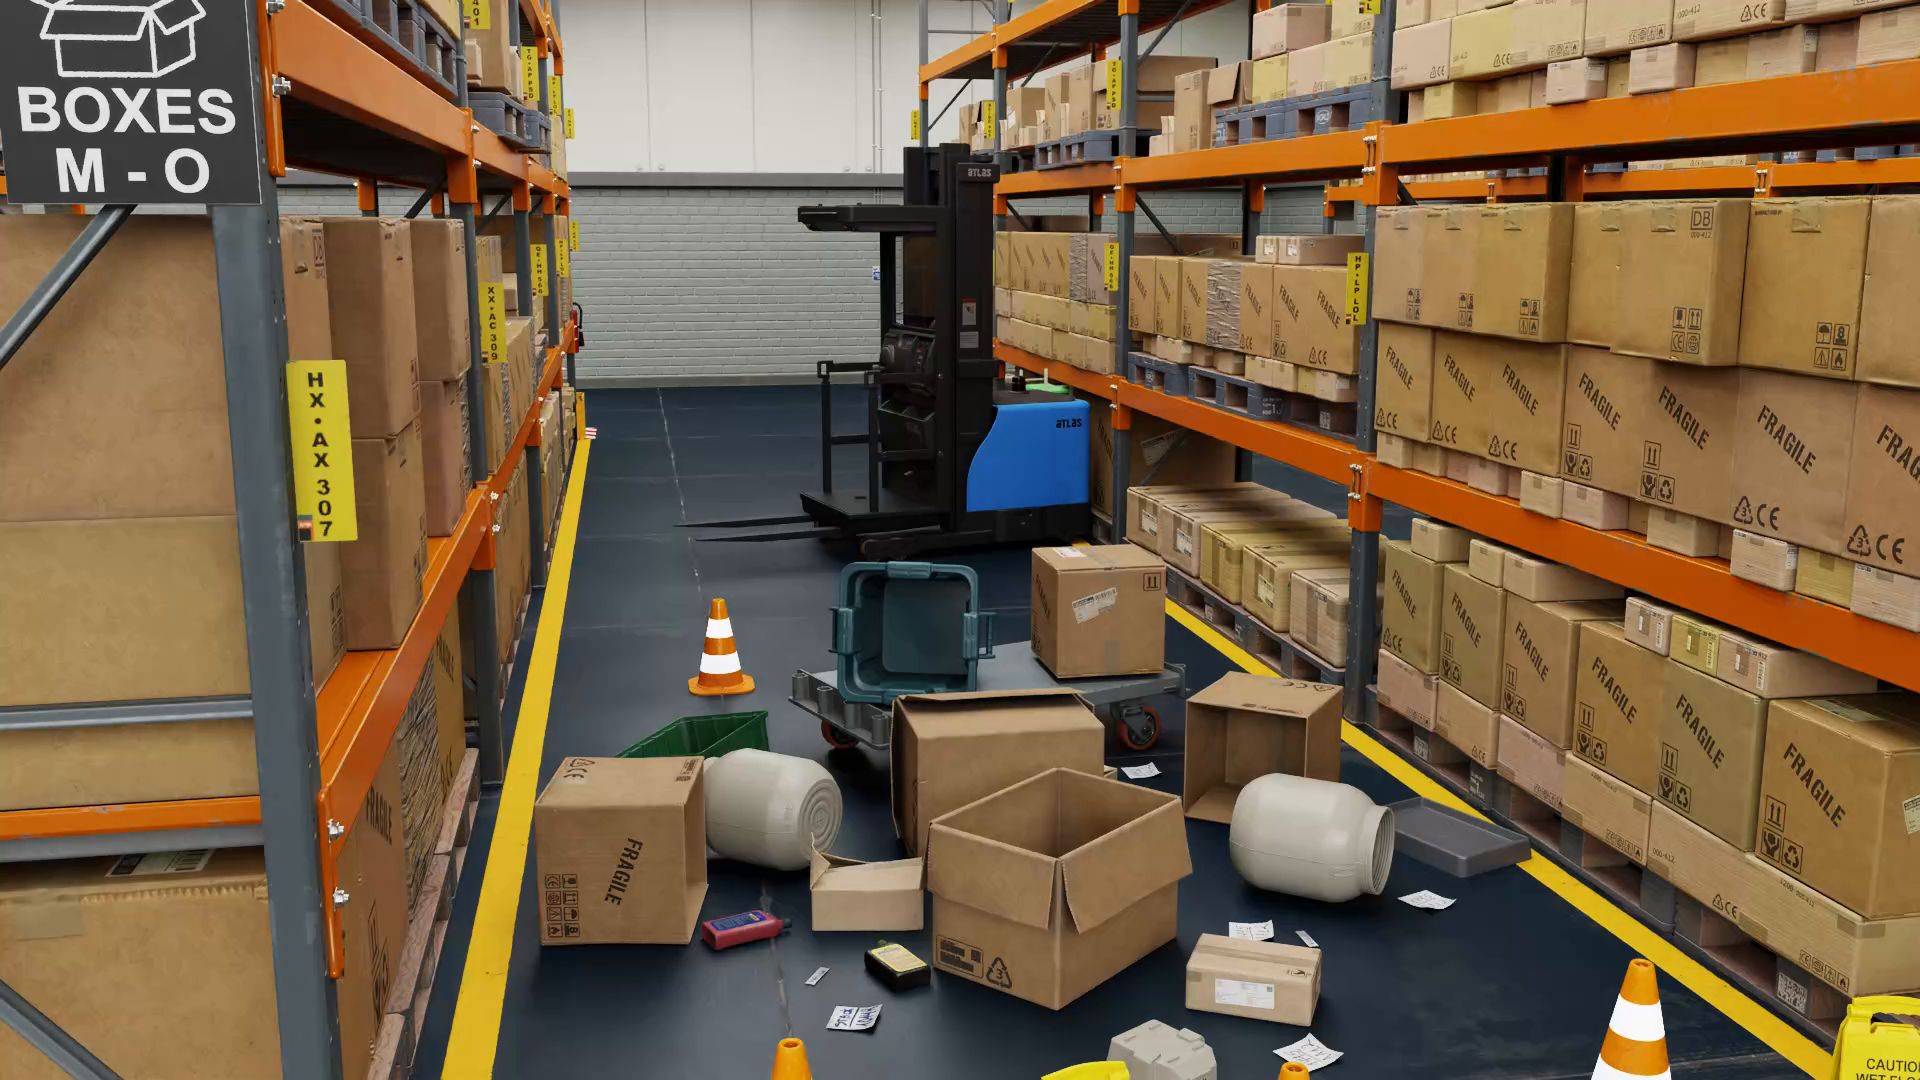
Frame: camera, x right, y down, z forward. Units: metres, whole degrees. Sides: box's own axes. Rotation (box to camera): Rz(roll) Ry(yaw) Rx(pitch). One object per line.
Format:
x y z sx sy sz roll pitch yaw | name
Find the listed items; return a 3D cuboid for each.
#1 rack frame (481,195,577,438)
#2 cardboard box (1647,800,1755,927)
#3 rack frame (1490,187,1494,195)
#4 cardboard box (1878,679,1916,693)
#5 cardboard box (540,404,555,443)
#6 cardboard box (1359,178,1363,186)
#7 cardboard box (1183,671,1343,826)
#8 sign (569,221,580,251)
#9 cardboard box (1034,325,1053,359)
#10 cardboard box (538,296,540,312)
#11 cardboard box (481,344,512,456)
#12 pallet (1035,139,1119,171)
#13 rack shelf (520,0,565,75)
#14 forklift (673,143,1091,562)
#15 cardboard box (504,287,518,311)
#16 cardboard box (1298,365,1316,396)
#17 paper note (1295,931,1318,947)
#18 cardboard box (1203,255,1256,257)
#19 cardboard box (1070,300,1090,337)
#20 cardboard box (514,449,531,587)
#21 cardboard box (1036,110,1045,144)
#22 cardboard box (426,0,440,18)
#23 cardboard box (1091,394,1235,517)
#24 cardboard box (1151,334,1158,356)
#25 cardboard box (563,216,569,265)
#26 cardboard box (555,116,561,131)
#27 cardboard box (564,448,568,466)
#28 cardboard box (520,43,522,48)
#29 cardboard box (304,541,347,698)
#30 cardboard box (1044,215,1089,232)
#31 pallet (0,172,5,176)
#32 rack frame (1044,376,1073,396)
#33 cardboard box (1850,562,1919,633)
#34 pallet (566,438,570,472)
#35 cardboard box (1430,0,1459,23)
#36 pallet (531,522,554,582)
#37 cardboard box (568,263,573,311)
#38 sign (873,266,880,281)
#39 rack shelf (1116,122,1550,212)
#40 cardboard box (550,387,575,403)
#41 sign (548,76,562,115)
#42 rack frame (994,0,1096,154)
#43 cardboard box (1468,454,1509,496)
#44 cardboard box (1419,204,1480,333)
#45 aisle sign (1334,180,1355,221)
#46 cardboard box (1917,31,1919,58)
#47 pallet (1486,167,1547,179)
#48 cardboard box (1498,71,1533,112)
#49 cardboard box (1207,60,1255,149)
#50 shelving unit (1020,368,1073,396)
-4.800 -2.610 18.385 1.000 3.000 0.127 -2 11 -11 | rack frame
2.633 1.037 5.457 0.500 0.250 0.500 -2 11 -11 | cardboard box
5.682 -2.256 16.526 1.000 3.000 0.127 -2 11 -11 | rack frame
3.151 0.644 5.514 0.500 0.500 0.500 -3 11 -13 | cardboard box
-3.426 -0.904 12.981 0.500 0.250 0.500 -3 11 -14 | cardboard box
4.795 -4.128 19.014 0.380 0.149 0.250 -2 11 -10 | cardboard box
1.243 0.865 6.806 0.500 0.500 0.500 6 12 28 | cardboard box
-4.252 -3.350 18.334 0.100 0.325 0.005 -2 11 -11 | sign
0.915 -1.629 13.635 0.500 0.250 0.500 -2 11 -12 | cardboard box
-3.653 -1.945 13.648 0.380 0.149 0.250 -2 11 -9 | cardboard box
-2.404 -0.657 7.857 0.500 0.500 0.500 -2 11 -11 | cardboard box
1.194 -3.043 13.144 1.003 0.211 1.213 -2 11 -8 | pallet
-4.411 -4.835 15.964 1.077 0.370 4.000 -2 11 -11 | rack shelf
-0.571 -1.392 12.171 3.031 2.935 1.130 -5 12 -24 | forklift
-3.145 -1.610 11.091 0.380 0.149 0.250 -2 11 -11 | cardboard box
1.965 -0.824 8.550 0.380 0.149 0.250 -2 11 -13 | cardboard box
1.169 1.344 5.607 0.032 0.001 0.123 -2 11 -11 | paper note
1.953 -1.669 11.258 0.500 0.500 0.500 -2 11 -13 | cardboard box
1.145 -1.686 12.598 0.500 0.250 0.500 -2 11 -12 | cardboard box
-3.214 -0.129 10.243 1.050 0.750 0.750 -2 11 -12 | cardboard box
0.826 -3.341 13.439 0.396 0.266 0.258 -1 11 -6 | cardboard box
-1.931 -1.819 5.488 0.380 0.149 0.250 -2 11 -11 | cardboard box
1.539 -0.633 12.560 0.875 0.875 0.875 -2 11 -12 | cardboard box
1.494 -1.304 11.076 0.380 0.149 0.250 -3 11 -15 | cardboard box
-4.259 -3.033 16.873 0.500 0.500 0.500 -2 11 -8 | cardboard box
-4.287 -4.260 17.033 0.380 0.149 0.250 -2 11 -10 | cardboard box
-3.778 -0.760 15.170 0.380 0.149 0.250 -3 11 -13 | cardboard box
-3.153 -3.220 11.254 0.396 0.266 0.258 -2 11 -11 | cardboard box
-1.933 0.085 3.828 0.875 0.550 0.550 -2 11 -11 | cardboard box
1.007 -3.001 15.764 0.380 0.149 0.250 -2 11 -12 | cardboard box
-9.531 -3.742 16.550 1.003 0.211 1.213 -2 11 -11 | pallet
0.780 -0.704 13.190 0.240 1.200 0.015 -5 13 -21 | rack frame
2.707 0.146 4.576 0.380 0.149 0.250 -2 11 -12 | cardboard box
-4.428 -0.852 16.610 1.003 0.211 1.213 -2 11 -11 | pallet
2.190 -2.233 6.923 0.380 0.149 0.250 -2 11 -9 | cardboard box
-3.395 0.084 11.690 1.003 0.211 1.213 -2 11 -11 | pallet
-4.460 -2.732 17.964 0.500 0.500 0.500 -2 11 -10 | cardboard box
-1.143 -3.984 24.882 0.327 0.218 0.001 -2 11 -11 | sign
1.981 -2.094 9.579 1.077 0.370 4.000 -2 11 -11 | rack shelf
-4.281 -1.529 17.617 0.380 0.149 0.250 -2 11 -12 | cardboard box
-3.479 -3.818 14.274 0.100 0.325 0.005 -2 11 -11 | sign
0.814 -5.022 15.013 1.000 3.000 0.127 -2 11 -11 | rack frame
2.312 -0.276 6.795 0.380 0.149 0.250 -2 11 -9 | cardboard box
2.320 -1.111 6.773 0.700 0.500 0.500 -2 11 -11 | cardboard box
4.602 -4.268 20.147 0.394 0.787 0.004 -2 11 -11 | aisle sign
2.723 -1.324 4.277 0.380 0.149 0.250 -2 11 -11 | cardboard box
5.740 -3.515 15.621 1.213 0.211 1.003 -2 11 -11 | pallet
2.352 -1.753 6.531 0.380 0.149 0.250 -2 11 -9 | cardboard box
1.916 -2.587 9.965 0.797 0.503 0.637 -2 11 -11 | cardboard box
0.692 -0.753 13.412 0.258 1.200 0.503 -5 13 -21 | shelving unit
